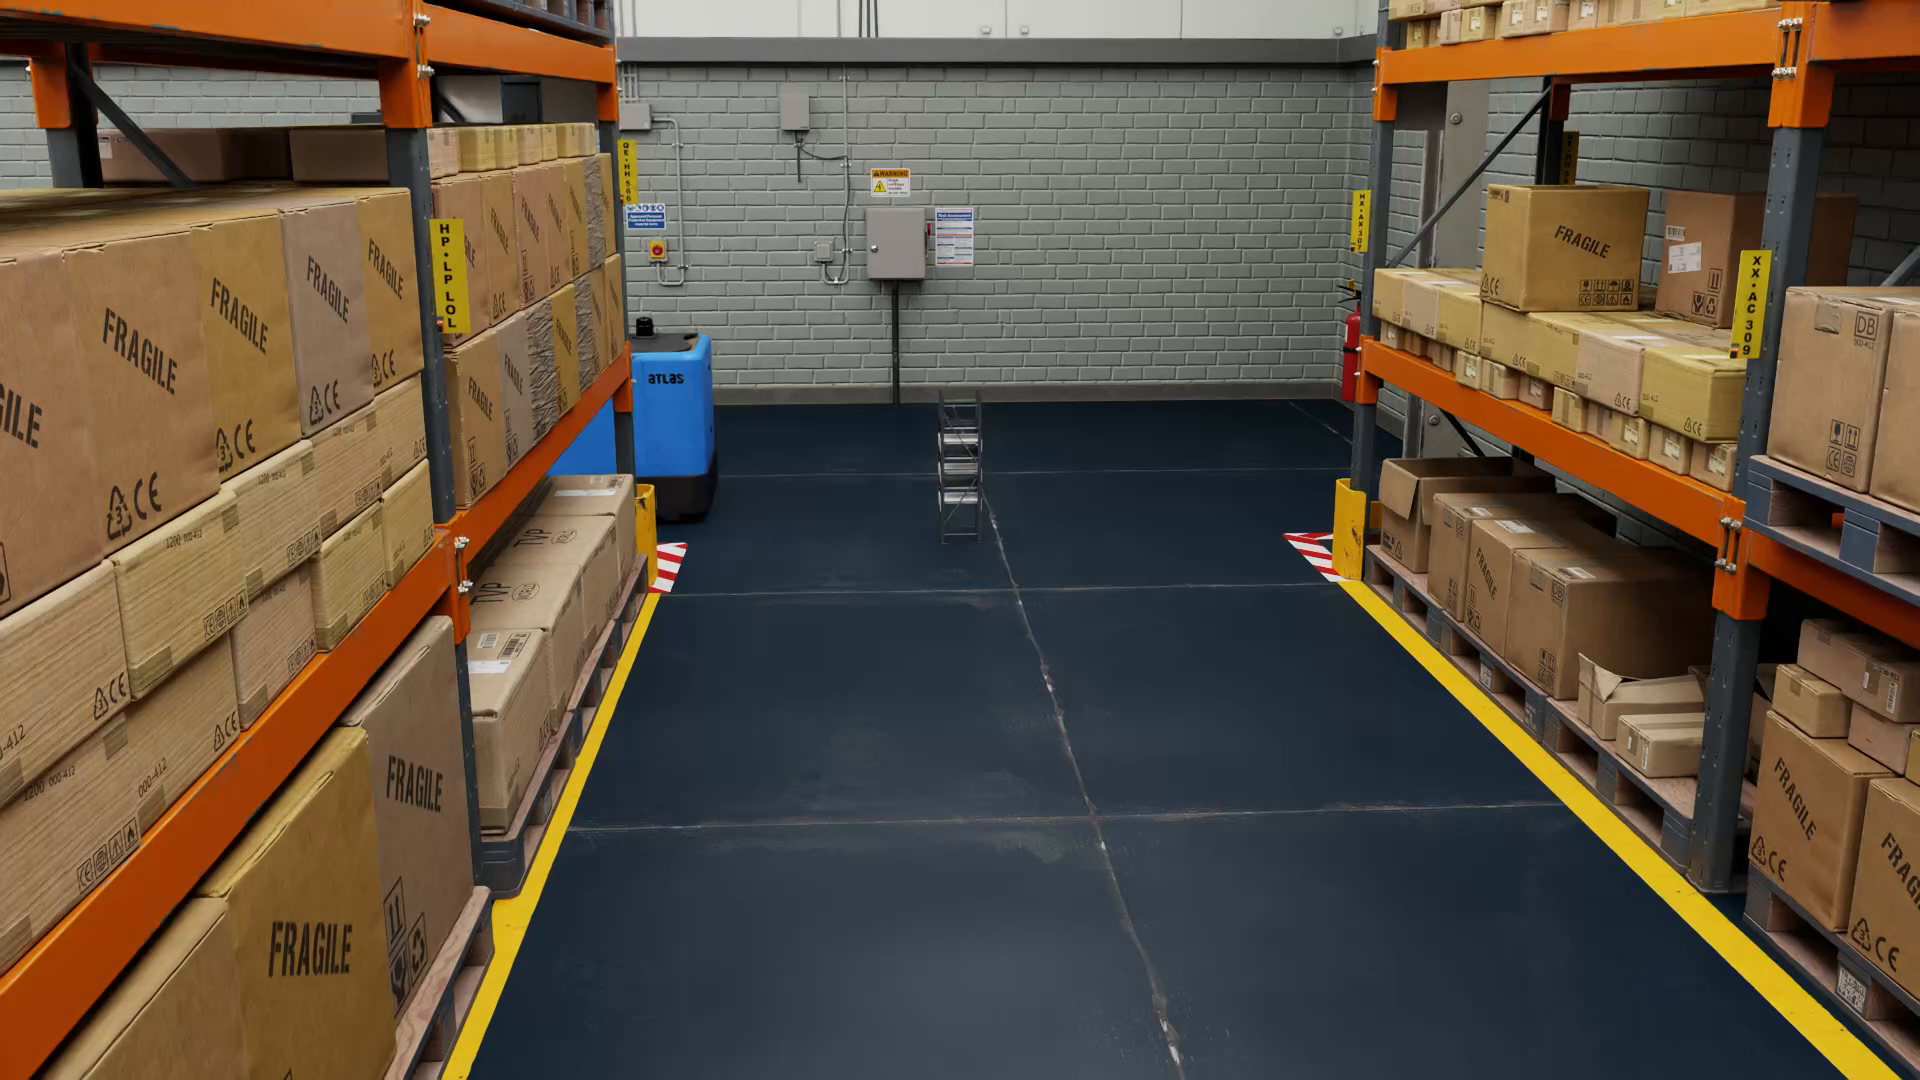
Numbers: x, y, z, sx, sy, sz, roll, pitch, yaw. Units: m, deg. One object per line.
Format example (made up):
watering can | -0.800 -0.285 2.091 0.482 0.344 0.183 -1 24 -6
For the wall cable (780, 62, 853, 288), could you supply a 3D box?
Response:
wall cable | -1.220 -3.140 14.171 0.588 1.984 0.122 -1 14 -3

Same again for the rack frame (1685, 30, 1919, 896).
rack frame | 2.940 -0.304 5.187 1.000 3.000 0.127 -1 14 -3

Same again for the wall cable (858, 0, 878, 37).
wall cable | 0.638 -5.599 13.655 2.988 3.039 0.133 -1 14 -3

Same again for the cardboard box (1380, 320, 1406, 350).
cardboard box | 2.439 -1.091 8.751 0.380 0.149 0.250 -1 14 -4

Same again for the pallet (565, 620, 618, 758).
pallet | -2.062 0.630 7.155 1.003 0.211 1.213 -1 14 -3

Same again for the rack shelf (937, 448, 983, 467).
rack shelf | -0.001 -0.493 9.908 0.258 0.077 0.200 -1 14 -3

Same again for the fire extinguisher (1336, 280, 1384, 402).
fire extinguisher | 2.222 -1.110 9.224 0.296 0.674 0.183 -1 14 -3

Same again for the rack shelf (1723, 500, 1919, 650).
rack shelf | 3.064 0.542 3.344 1.077 0.370 4.000 -1 14 -3

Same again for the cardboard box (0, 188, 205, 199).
cardboard box | -2.274 -0.645 4.306 0.500 0.500 0.500 -1 14 -3

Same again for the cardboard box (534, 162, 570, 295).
cardboard box | -1.876 -1.260 6.696 0.500 0.500 0.500 -1 14 -4

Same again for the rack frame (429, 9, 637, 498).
rack frame | -2.262 -1.221 8.752 1.000 3.000 0.127 -1 14 -3

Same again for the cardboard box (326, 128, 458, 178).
cardboard box | -1.807 -1.219 5.235 0.380 0.149 0.250 -1 14 -3

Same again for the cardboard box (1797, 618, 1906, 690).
cardboard box | 2.757 0.338 4.970 0.380 0.149 0.250 -1 14 -4

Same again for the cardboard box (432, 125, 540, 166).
cardboard box | -1.850 -1.535 6.462 0.380 0.149 0.250 -1 14 -3

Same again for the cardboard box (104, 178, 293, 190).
cardboard box | -2.319 -0.872 5.188 0.500 0.500 0.500 -1 14 -4

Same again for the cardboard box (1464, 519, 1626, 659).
cardboard box | 2.582 0.208 7.370 0.500 0.500 0.500 -1 14 -2

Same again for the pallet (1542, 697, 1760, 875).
pallet | 2.898 0.876 6.199 1.003 0.211 1.213 -1 14 -3

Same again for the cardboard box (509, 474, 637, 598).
cardboard box | -2.121 -0.021 8.387 0.875 0.438 0.875 -1 14 -5

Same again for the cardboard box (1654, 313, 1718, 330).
cardboard box | 3.111 -0.756 6.647 0.500 0.250 0.500 -1 14 -2

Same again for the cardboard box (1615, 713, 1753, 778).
cardboard box | 2.612 0.739 6.011 0.380 0.149 0.250 -1 14 -5

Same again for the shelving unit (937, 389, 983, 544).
shelving unit | -0.001 -0.438 9.922 0.258 0.900 0.210 -1 14 -3

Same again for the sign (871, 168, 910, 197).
sign | -0.597 -3.070 14.280 0.339 0.242 0.001 -1 14 -3

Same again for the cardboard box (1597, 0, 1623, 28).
cardboard box | 2.605 -1.976 6.169 0.380 0.149 0.250 0 14 -2

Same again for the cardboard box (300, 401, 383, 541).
cardboard box | -1.706 -0.166 3.948 0.500 0.250 0.500 -1 14 -2

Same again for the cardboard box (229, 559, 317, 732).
cardboard box | -1.692 0.207 3.505 0.500 0.250 0.500 -1 14 -5

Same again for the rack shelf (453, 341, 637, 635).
rack shelf | -2.138 -0.375 6.909 1.077 0.370 4.000 -1 14 -3

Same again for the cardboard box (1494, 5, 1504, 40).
cardboard box | 2.534 -2.229 7.153 0.380 0.149 0.250 -1 14 -4

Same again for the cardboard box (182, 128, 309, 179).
cardboard box | -2.259 -1.212 5.208 0.380 0.149 0.250 -1 14 -2

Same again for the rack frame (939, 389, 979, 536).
rack frame | -0.007 -0.463 10.020 0.240 0.900 0.006 -1 14 -3

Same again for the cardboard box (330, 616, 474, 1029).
cardboard box | -1.896 0.752 4.504 0.875 0.875 0.875 0 14 -2

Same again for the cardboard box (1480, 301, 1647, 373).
cardboard box | 2.570 -0.875 7.111 0.500 0.250 0.500 -1 14 -5

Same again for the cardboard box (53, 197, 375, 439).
cardboard box | -1.696 -0.523 3.832 0.500 0.500 0.500 -1 14 -2

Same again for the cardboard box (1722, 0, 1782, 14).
cardboard box | 2.623 -1.720 5.175 0.380 0.149 0.250 -1 14 -4

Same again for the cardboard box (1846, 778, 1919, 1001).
cardboard box | 2.788 0.959 4.451 0.500 0.500 0.500 -1 14 -4

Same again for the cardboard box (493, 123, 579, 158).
cardboard box | -1.926 -1.793 7.465 0.380 0.149 0.250 -1 14 -2

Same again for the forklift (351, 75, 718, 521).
forklift | -3.119 -1.615 10.423 3.031 2.935 1.130 -1 14 -5

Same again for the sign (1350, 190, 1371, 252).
sign | 2.150 -1.709 8.913 0.100 0.325 0.005 -1 14 -3

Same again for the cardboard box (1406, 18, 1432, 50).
cardboard box | 2.480 -2.547 8.389 0.380 0.149 0.250 -1 14 -2

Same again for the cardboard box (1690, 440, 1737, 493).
cardboard box | 2.668 -0.258 5.512 0.380 0.149 0.250 -1 14 -3

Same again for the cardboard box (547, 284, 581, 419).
cardboard box | -1.865 -0.773 6.808 0.500 0.500 0.500 0 14 -2

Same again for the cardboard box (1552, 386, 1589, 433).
cardboard box | 2.557 -0.515 6.512 0.380 0.149 0.250 -1 14 -4

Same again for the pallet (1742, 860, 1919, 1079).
pallet | 3.028 1.248 4.751 1.003 0.211 1.213 -1 14 -3

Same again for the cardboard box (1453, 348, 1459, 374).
cardboard box | 2.528 -0.834 7.751 0.380 0.149 0.250 -1 14 -3

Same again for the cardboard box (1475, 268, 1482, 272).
cardboard box | 2.985 -1.260 8.607 0.500 0.250 0.500 0 14 -2
